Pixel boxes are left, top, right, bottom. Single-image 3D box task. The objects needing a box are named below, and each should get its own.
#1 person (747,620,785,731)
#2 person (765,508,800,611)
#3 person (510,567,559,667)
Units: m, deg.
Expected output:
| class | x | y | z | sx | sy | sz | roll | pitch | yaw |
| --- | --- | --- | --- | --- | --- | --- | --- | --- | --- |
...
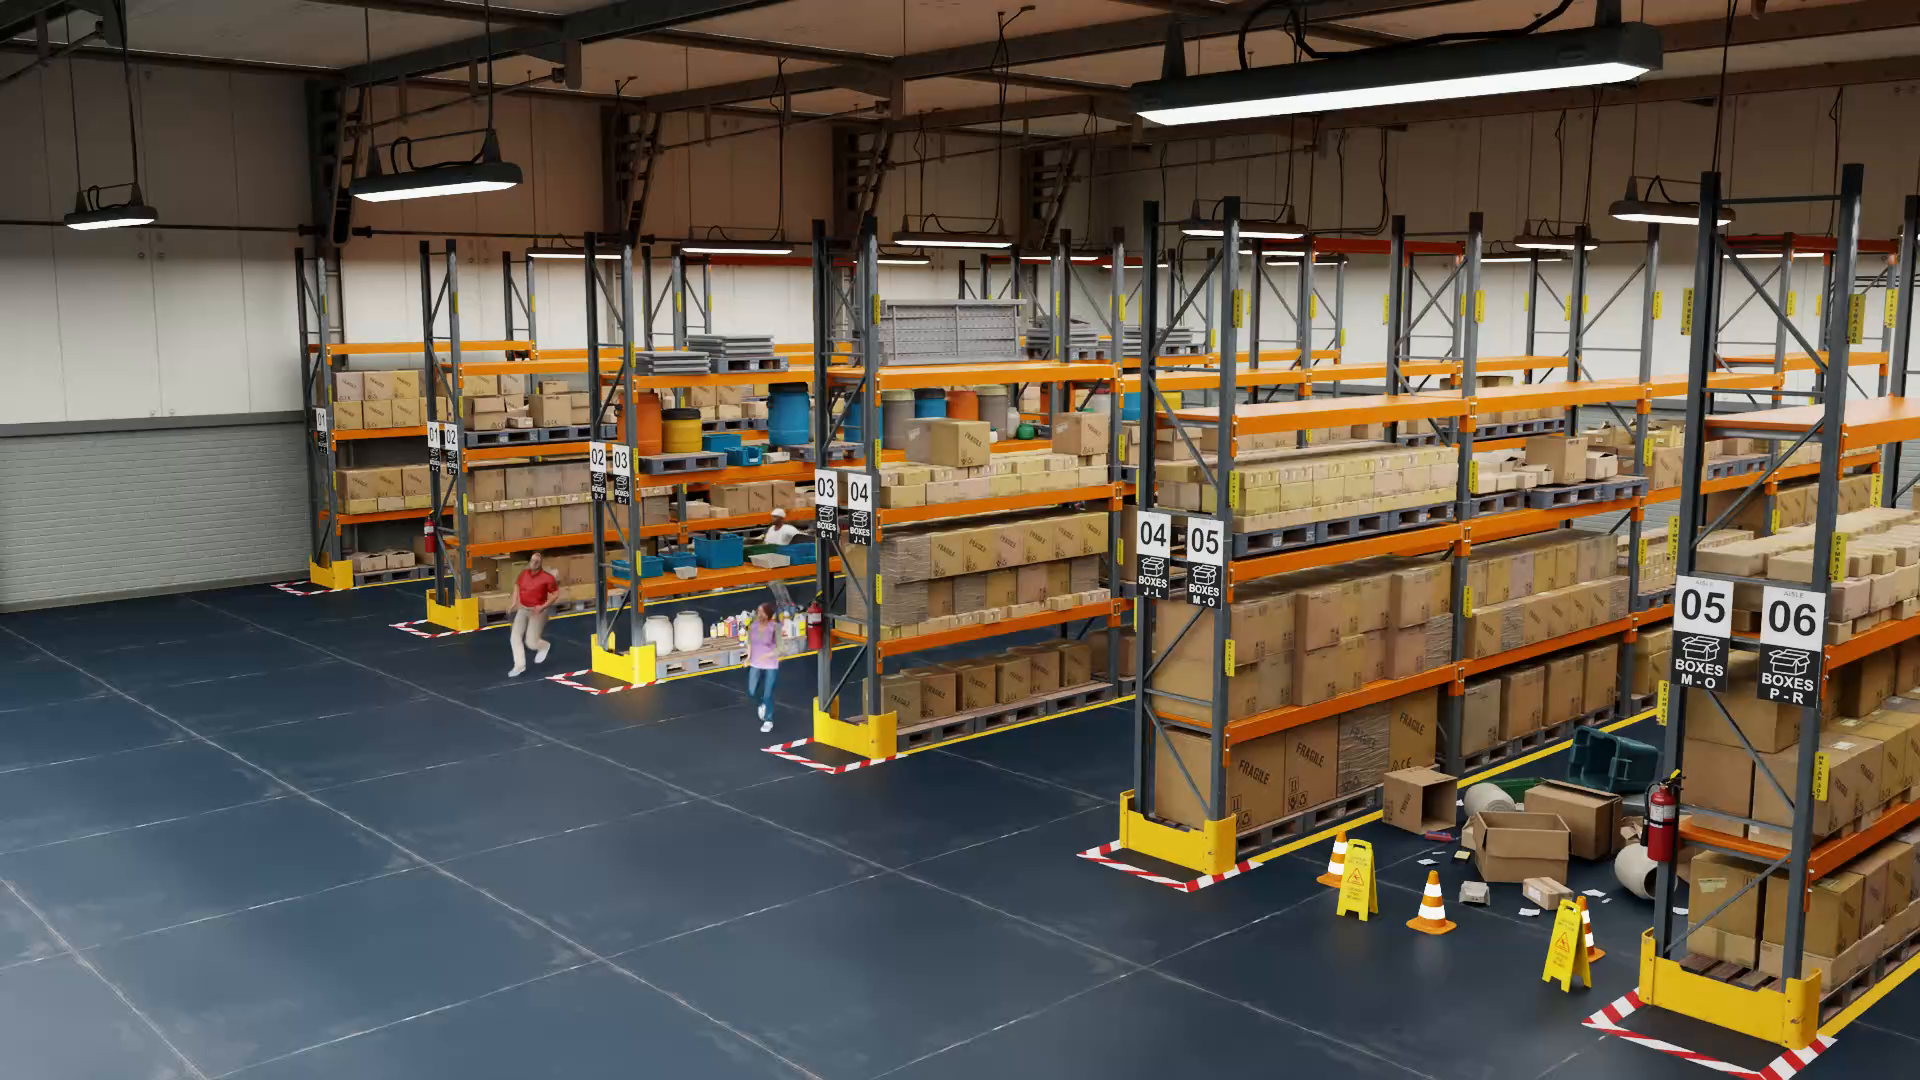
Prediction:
| class | x | y | z | sx | sy | sz | roll | pitch | yaw |
| --- | --- | --- | --- | --- | --- | --- | --- | --- | --- |
| person | -2.327 | 1.613 | 19.839 | 0.529 | 1.338 | 0.384 | 2 | 9 | 14 |
| person | -2.885 | 0.354 | 27.002 | 0.670 | 1.760 | 0.477 | 8 | 11 | 42 |
| person | -5.834 | 1.051 | 22.893 | 0.666 | 1.386 | 0.609 | 3 | 9 | 17 |
